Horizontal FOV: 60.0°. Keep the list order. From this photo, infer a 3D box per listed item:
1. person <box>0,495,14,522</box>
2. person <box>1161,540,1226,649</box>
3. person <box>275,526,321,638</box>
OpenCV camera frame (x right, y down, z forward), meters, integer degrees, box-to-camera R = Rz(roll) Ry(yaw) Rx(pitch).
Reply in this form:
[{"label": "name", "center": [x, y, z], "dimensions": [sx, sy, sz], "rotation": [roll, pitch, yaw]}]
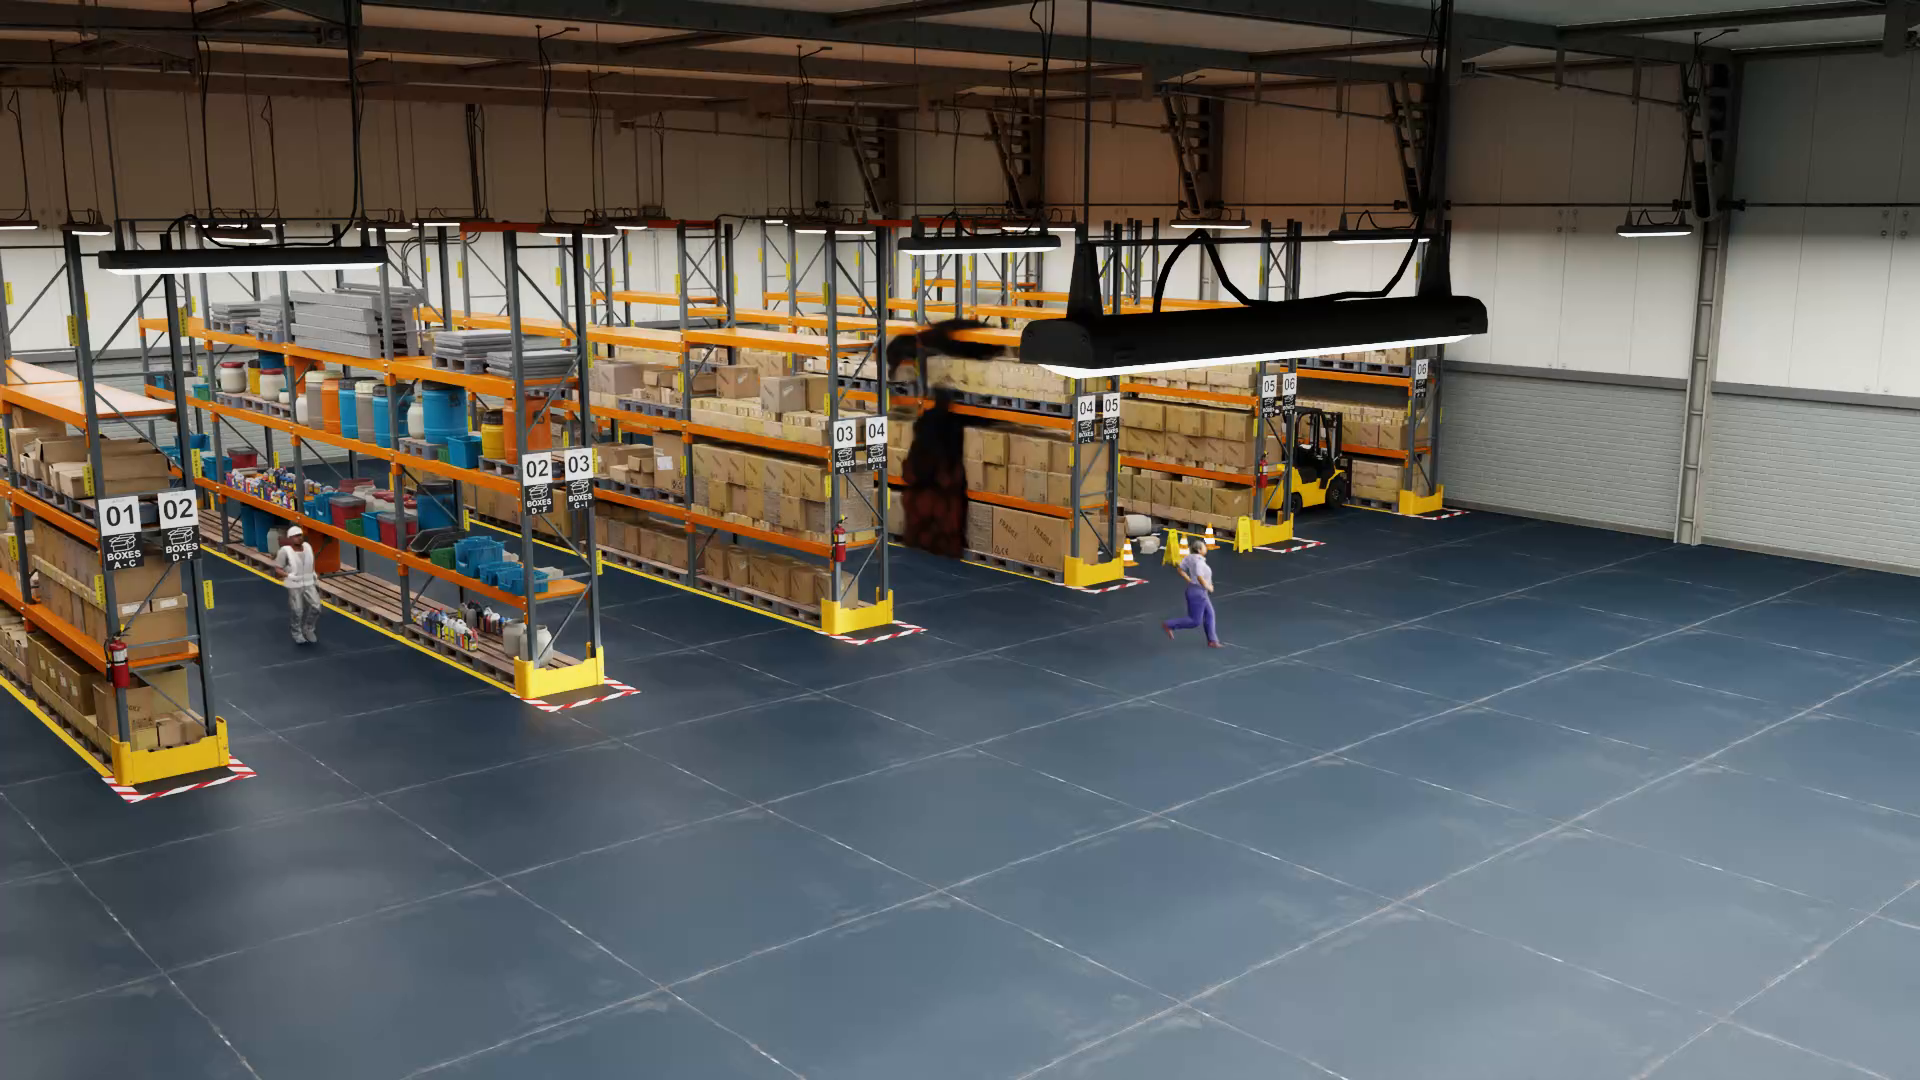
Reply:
[{"label": "person", "center": [-18.211, -0.772, 31.734], "dimensions": [0.521, 1.586, 0.605], "rotation": [3, 12, 15]}, {"label": "person", "center": [3.373, 0.811, 23.899], "dimensions": [1.015, 1.643, 0.584], "rotation": [-1, 11, -6]}, {"label": "person", "center": [-9.539, 0.636, 24.068], "dimensions": [0.674, 1.681, 0.637], "rotation": [-11, 16, -43]}]
